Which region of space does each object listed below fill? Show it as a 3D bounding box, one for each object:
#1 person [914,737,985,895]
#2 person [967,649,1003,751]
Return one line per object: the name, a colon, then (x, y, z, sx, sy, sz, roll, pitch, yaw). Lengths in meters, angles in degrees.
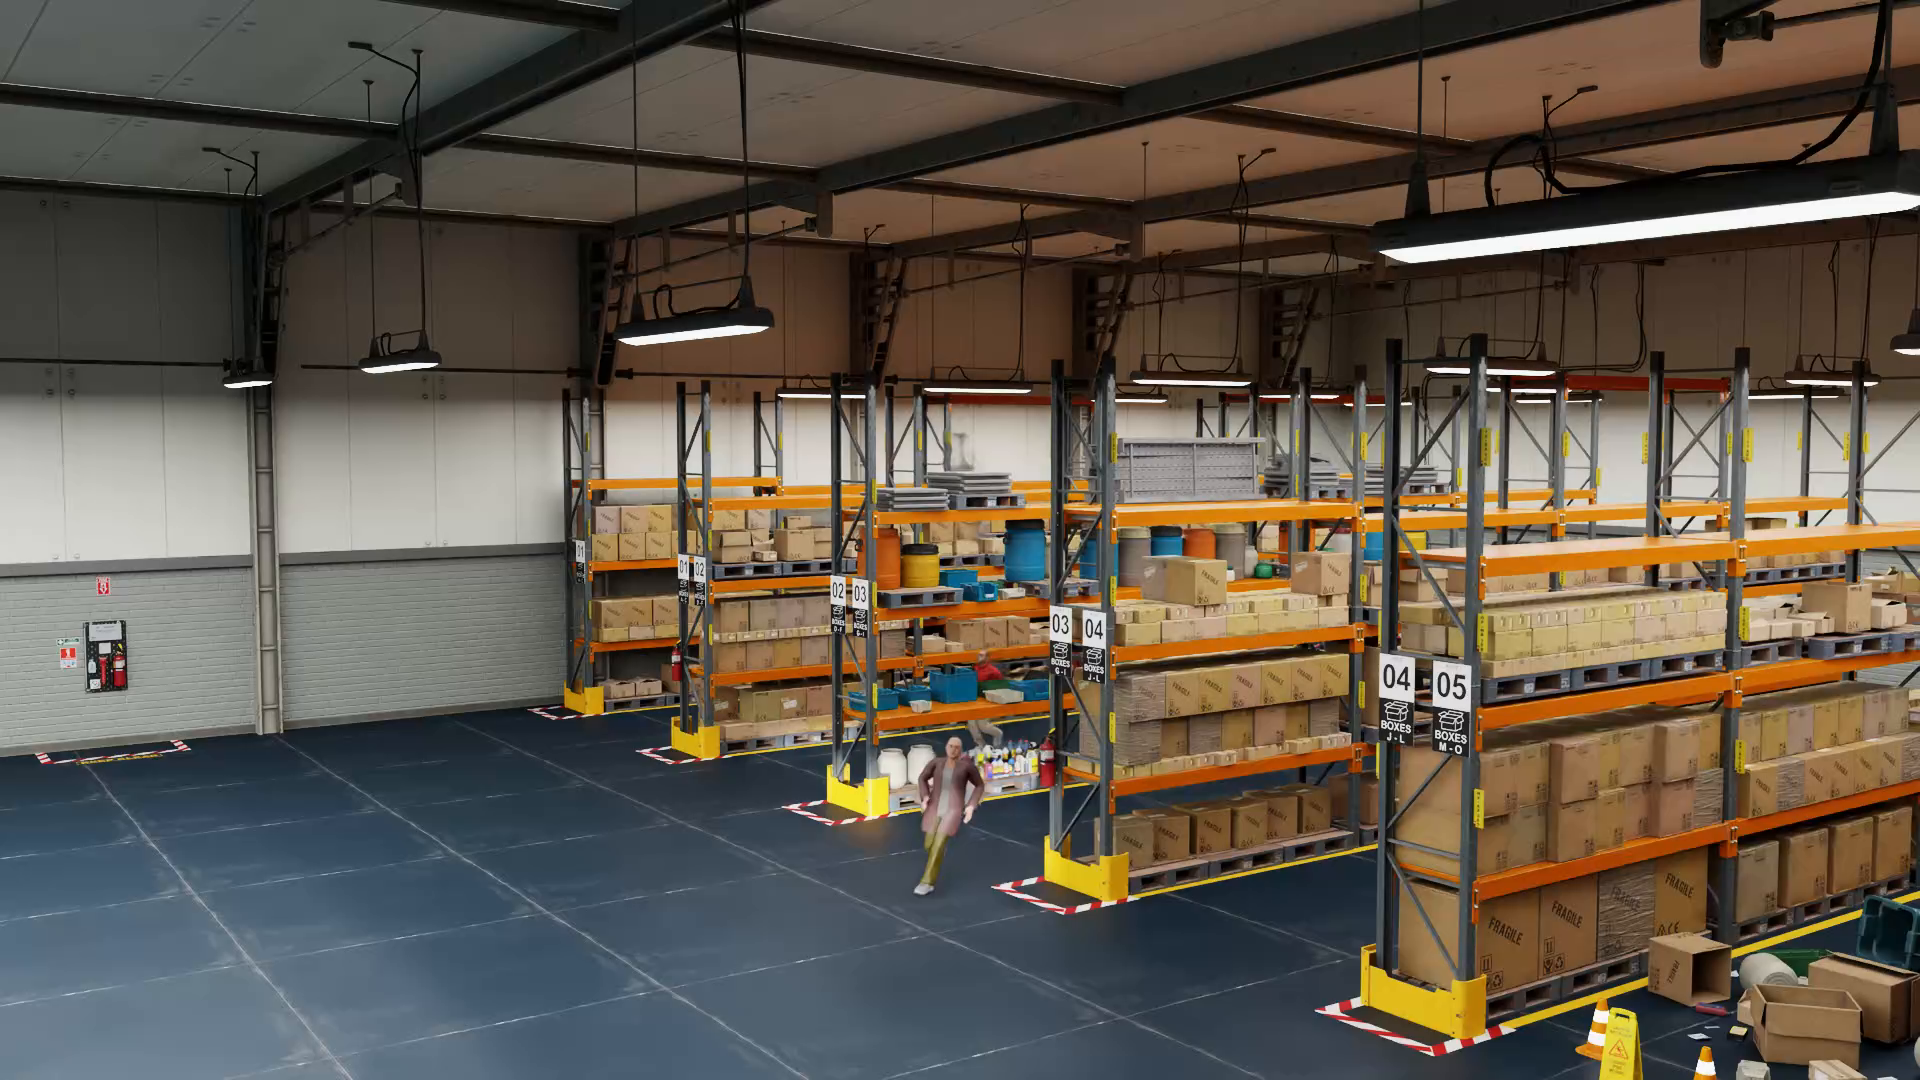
person: (-0.139, 3.119, 18.814, 0.773, 1.664, 0.883, 1, 4, 18)
person: (0.372, 2.601, 26.855, 0.628, 1.673, 0.661, -4, 5, -45)
